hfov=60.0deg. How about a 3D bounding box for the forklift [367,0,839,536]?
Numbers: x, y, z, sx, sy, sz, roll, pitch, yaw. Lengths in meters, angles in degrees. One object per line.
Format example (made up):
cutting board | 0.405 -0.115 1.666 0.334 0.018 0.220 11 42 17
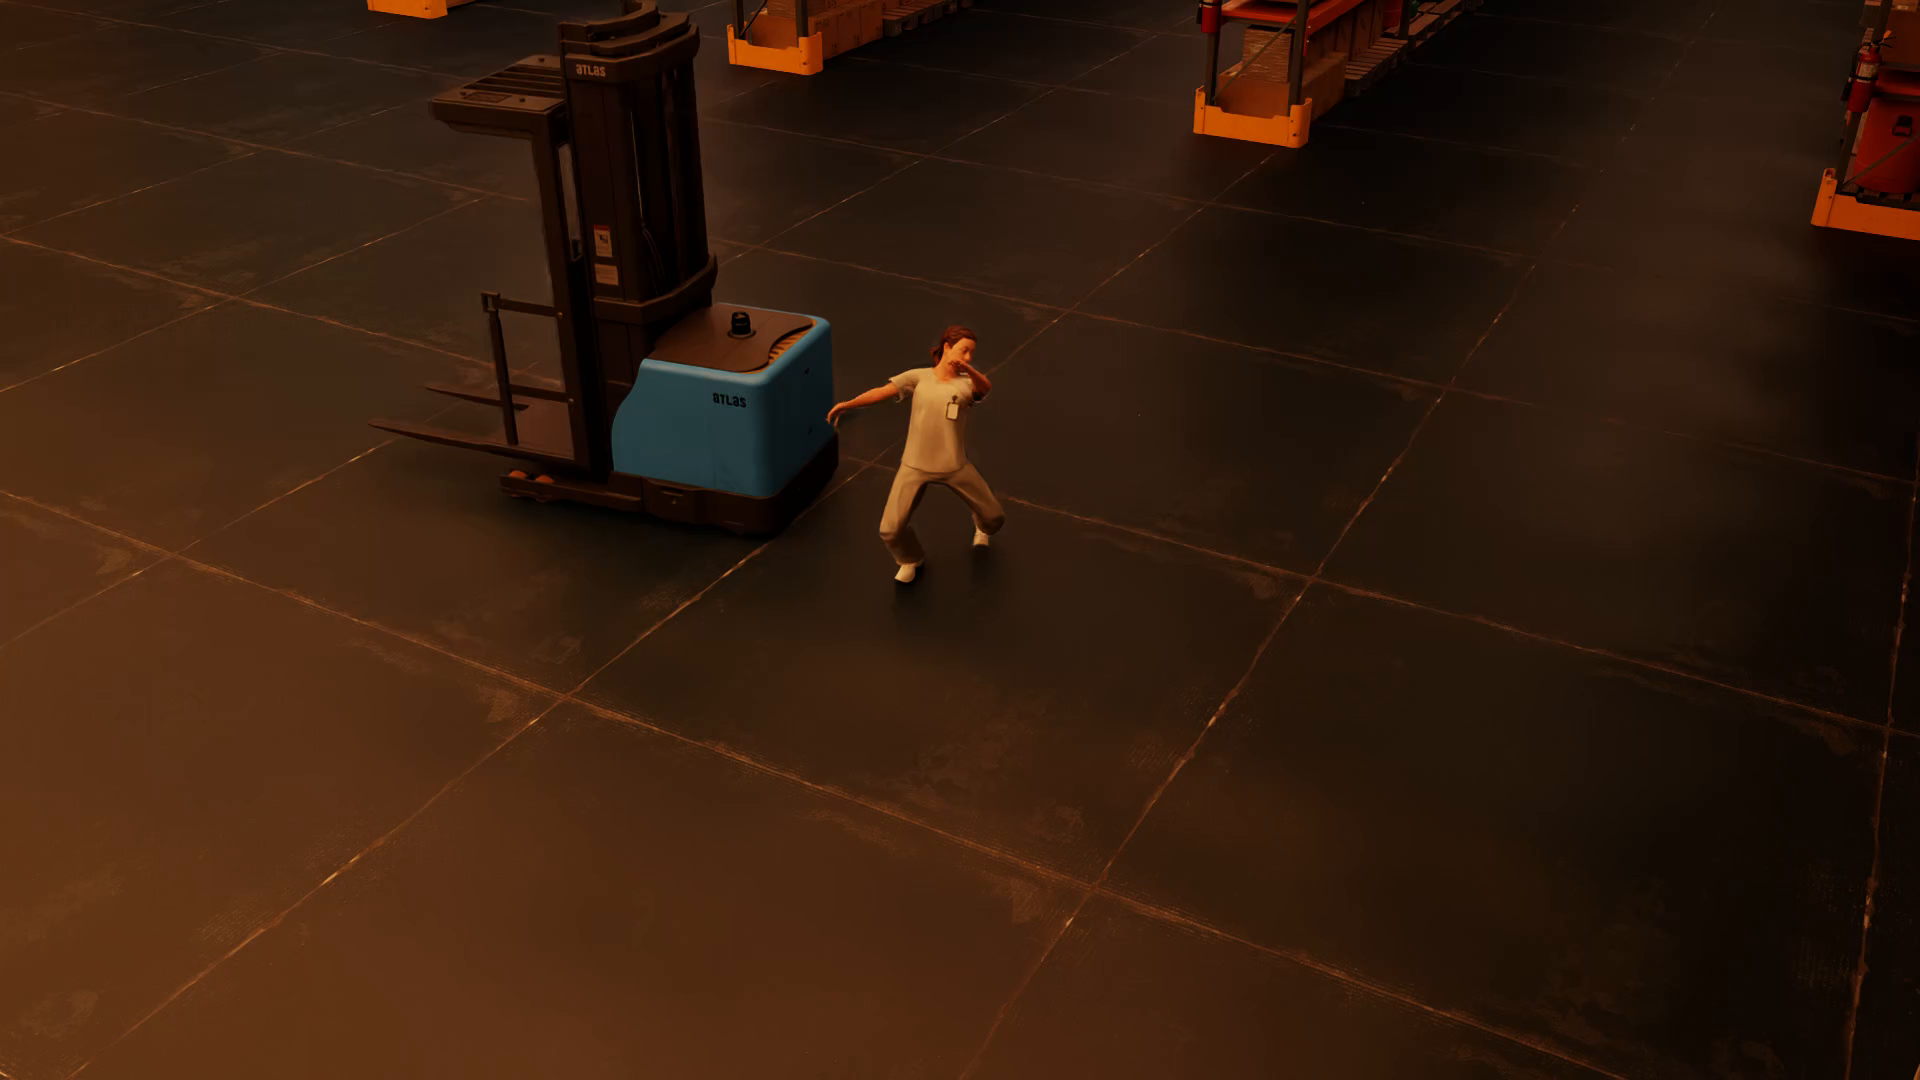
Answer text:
forklift | -2.352 -1.738 10.083 3.031 2.935 1.130 10 32 17

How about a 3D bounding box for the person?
person | -0.242 -0.444 9.282 1.004 1.467 0.693 -4 30 -7
